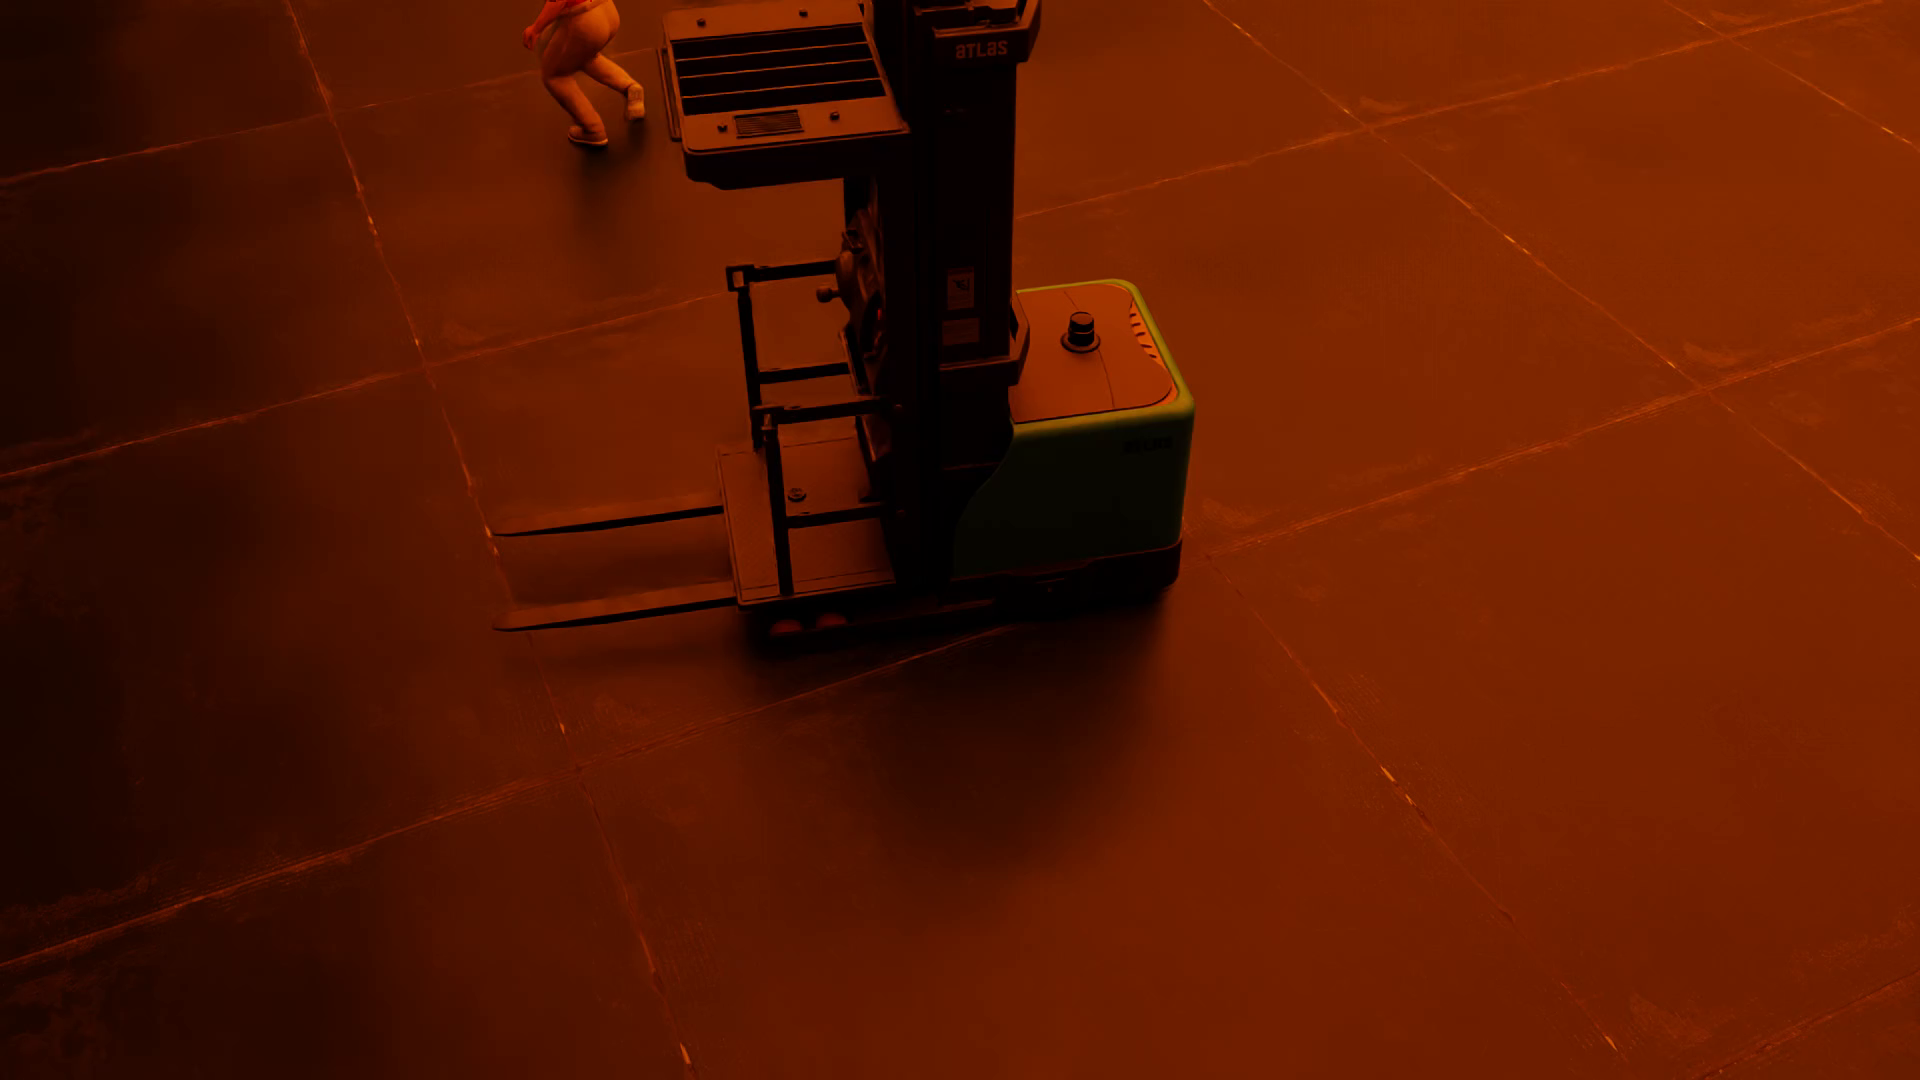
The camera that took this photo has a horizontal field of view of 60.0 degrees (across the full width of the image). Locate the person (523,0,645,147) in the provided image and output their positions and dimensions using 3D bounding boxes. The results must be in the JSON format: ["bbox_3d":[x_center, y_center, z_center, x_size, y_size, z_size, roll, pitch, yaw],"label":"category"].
[{"bbox_3d":[-2.300,-3.212,10.188,0.539,1.586,0.964,8,44,8],"label":"person"}]

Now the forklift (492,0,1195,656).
[{"bbox_3d":[-0.579,-0.960,6.709,3.031,2.935,1.130,-8,44,-9],"label":"forklift"}]
